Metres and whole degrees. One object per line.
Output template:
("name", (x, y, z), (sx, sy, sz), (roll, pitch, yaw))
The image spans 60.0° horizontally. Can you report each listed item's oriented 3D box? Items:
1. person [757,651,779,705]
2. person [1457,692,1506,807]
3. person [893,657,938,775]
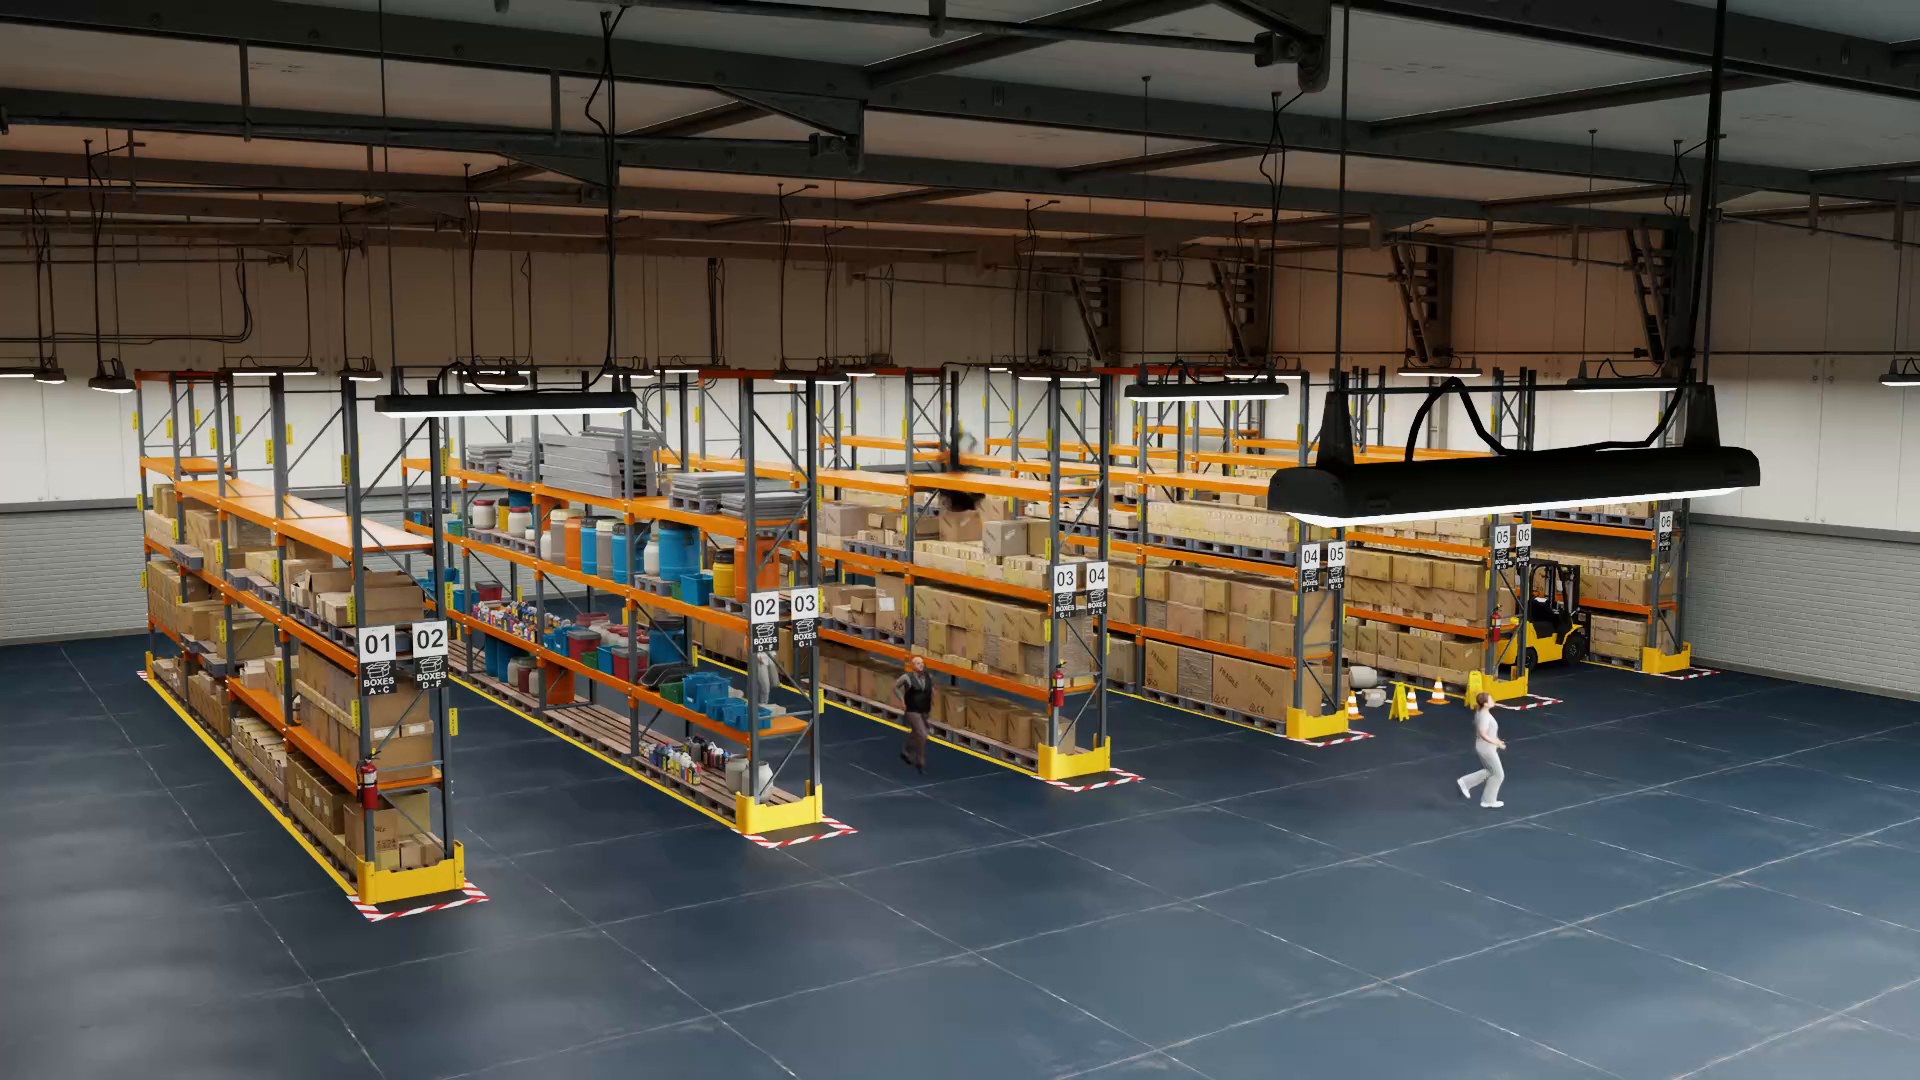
("person", (-3.482, 2.199, 29.531), (0.605, 1.615, 0.559), (-5, 8, -38))
("person", (7.273, 2.915, 23.148), (0.625, 1.620, 0.564), (1, 6, 7))
("person", (-0.639, 2.646, 25.242), (0.628, 1.792, 0.781), (-6, 9, -41))
